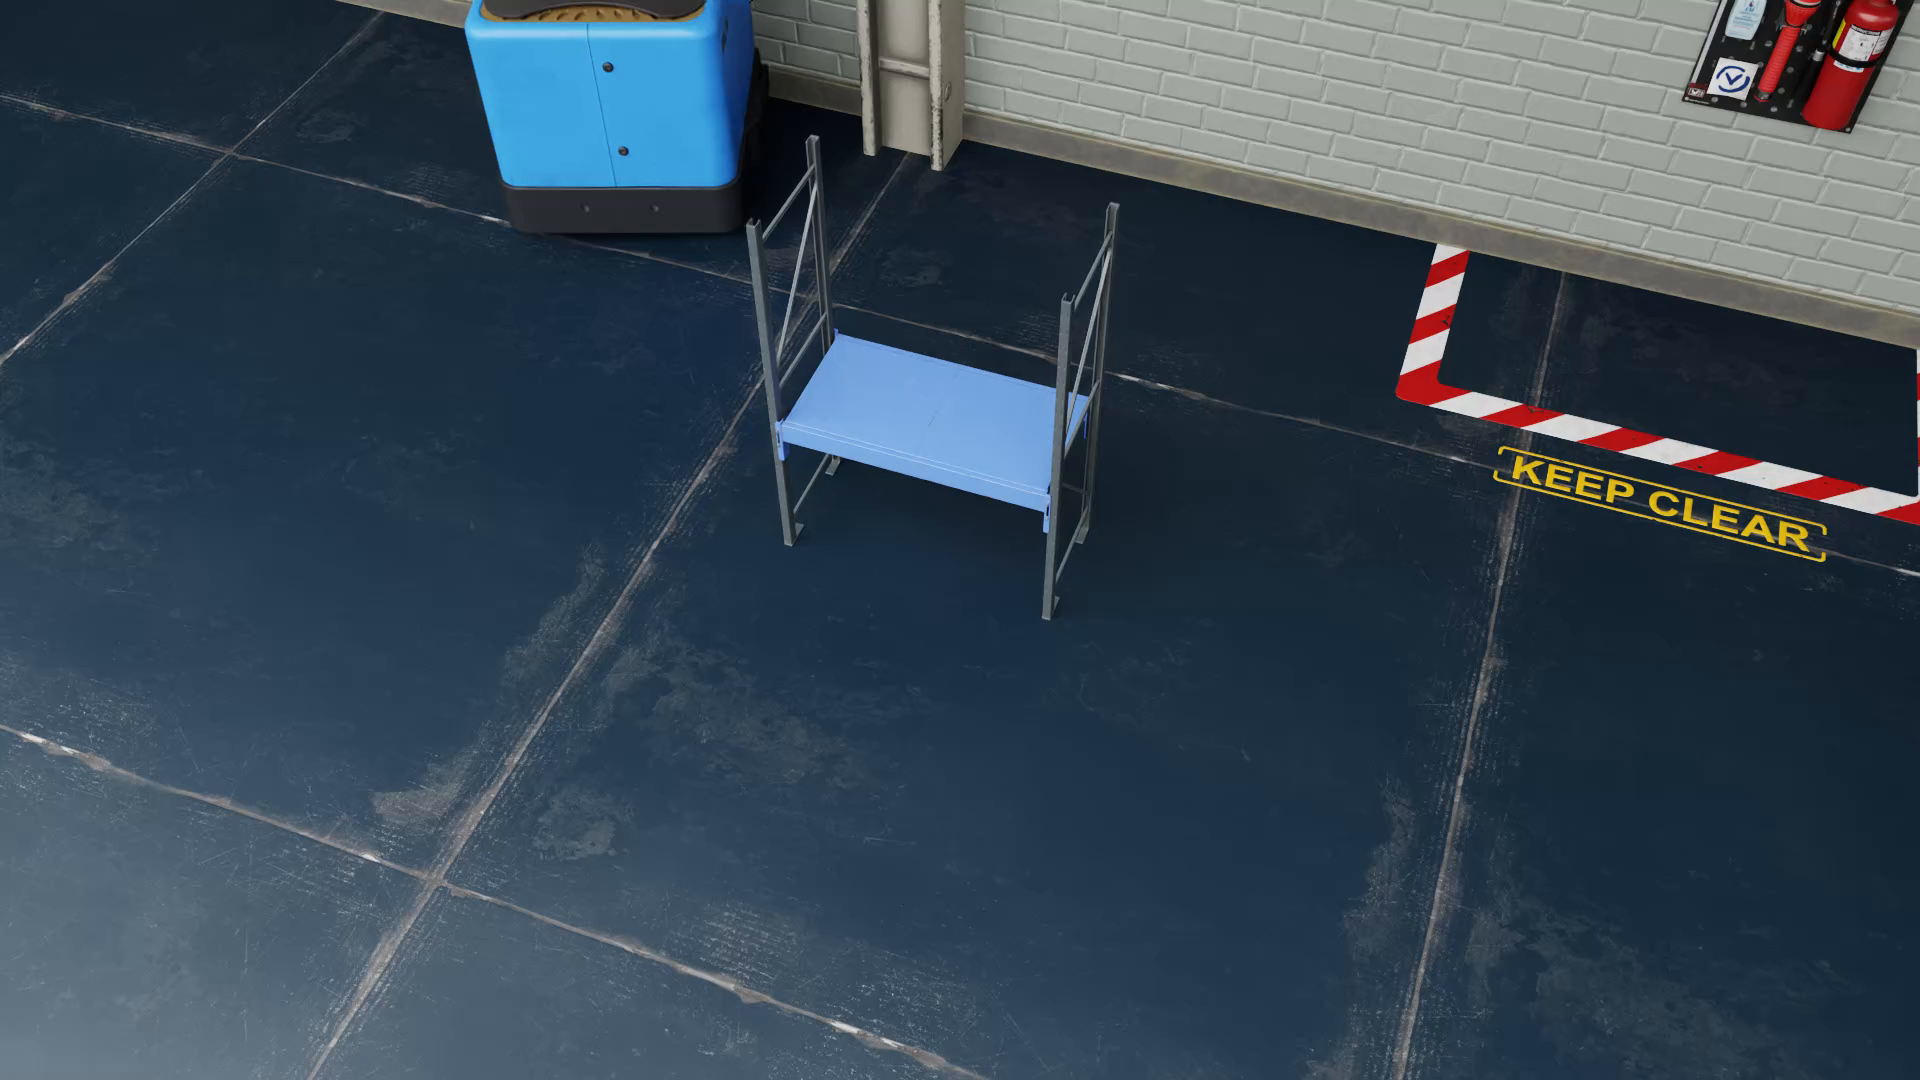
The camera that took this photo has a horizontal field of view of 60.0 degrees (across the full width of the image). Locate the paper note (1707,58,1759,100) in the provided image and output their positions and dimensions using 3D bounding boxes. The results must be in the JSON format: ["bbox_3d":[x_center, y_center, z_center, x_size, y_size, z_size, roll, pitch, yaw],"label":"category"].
[{"bbox_3d":[2.965,-1.769,6.381,0.142,0.148,0.016,16,51,13],"label":"paper note"}]

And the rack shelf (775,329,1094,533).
[{"bbox_3d":[-0.080,-0.396,5.839,1.000,0.185,0.538,16,51,13],"label":"rack shelf"}]

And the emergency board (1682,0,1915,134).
[{"bbox_3d":[3.107,-1.962,5.965,0.643,1.169,0.194,16,51,13],"label":"emergency board"}]

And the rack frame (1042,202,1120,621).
[{"bbox_3d":[0.397,-0.380,5.587,0.032,1.500,0.500,16,51,13],"label":"rack frame"}]

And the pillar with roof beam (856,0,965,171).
[{"bbox_3d":[-1.708,-1.772,1.831,0.400,9.000,9.100,16,51,13],"label":"pillar with roof beam"}]

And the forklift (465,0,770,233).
[{"bbox_3d":[-1.476,-3.410,7.266,1.130,2.935,3.031,0,49,0],"label":"forklift"}]

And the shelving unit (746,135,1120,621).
[{"bbox_3d":[-0.080,-0.514,5.703,1.048,1.500,0.538,16,51,13],"label":"shelving unit"}]

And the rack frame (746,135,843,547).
[{"bbox_3d":[-0.557,-0.647,5.818,0.032,1.500,0.500,16,51,13],"label":"rack frame"}]
